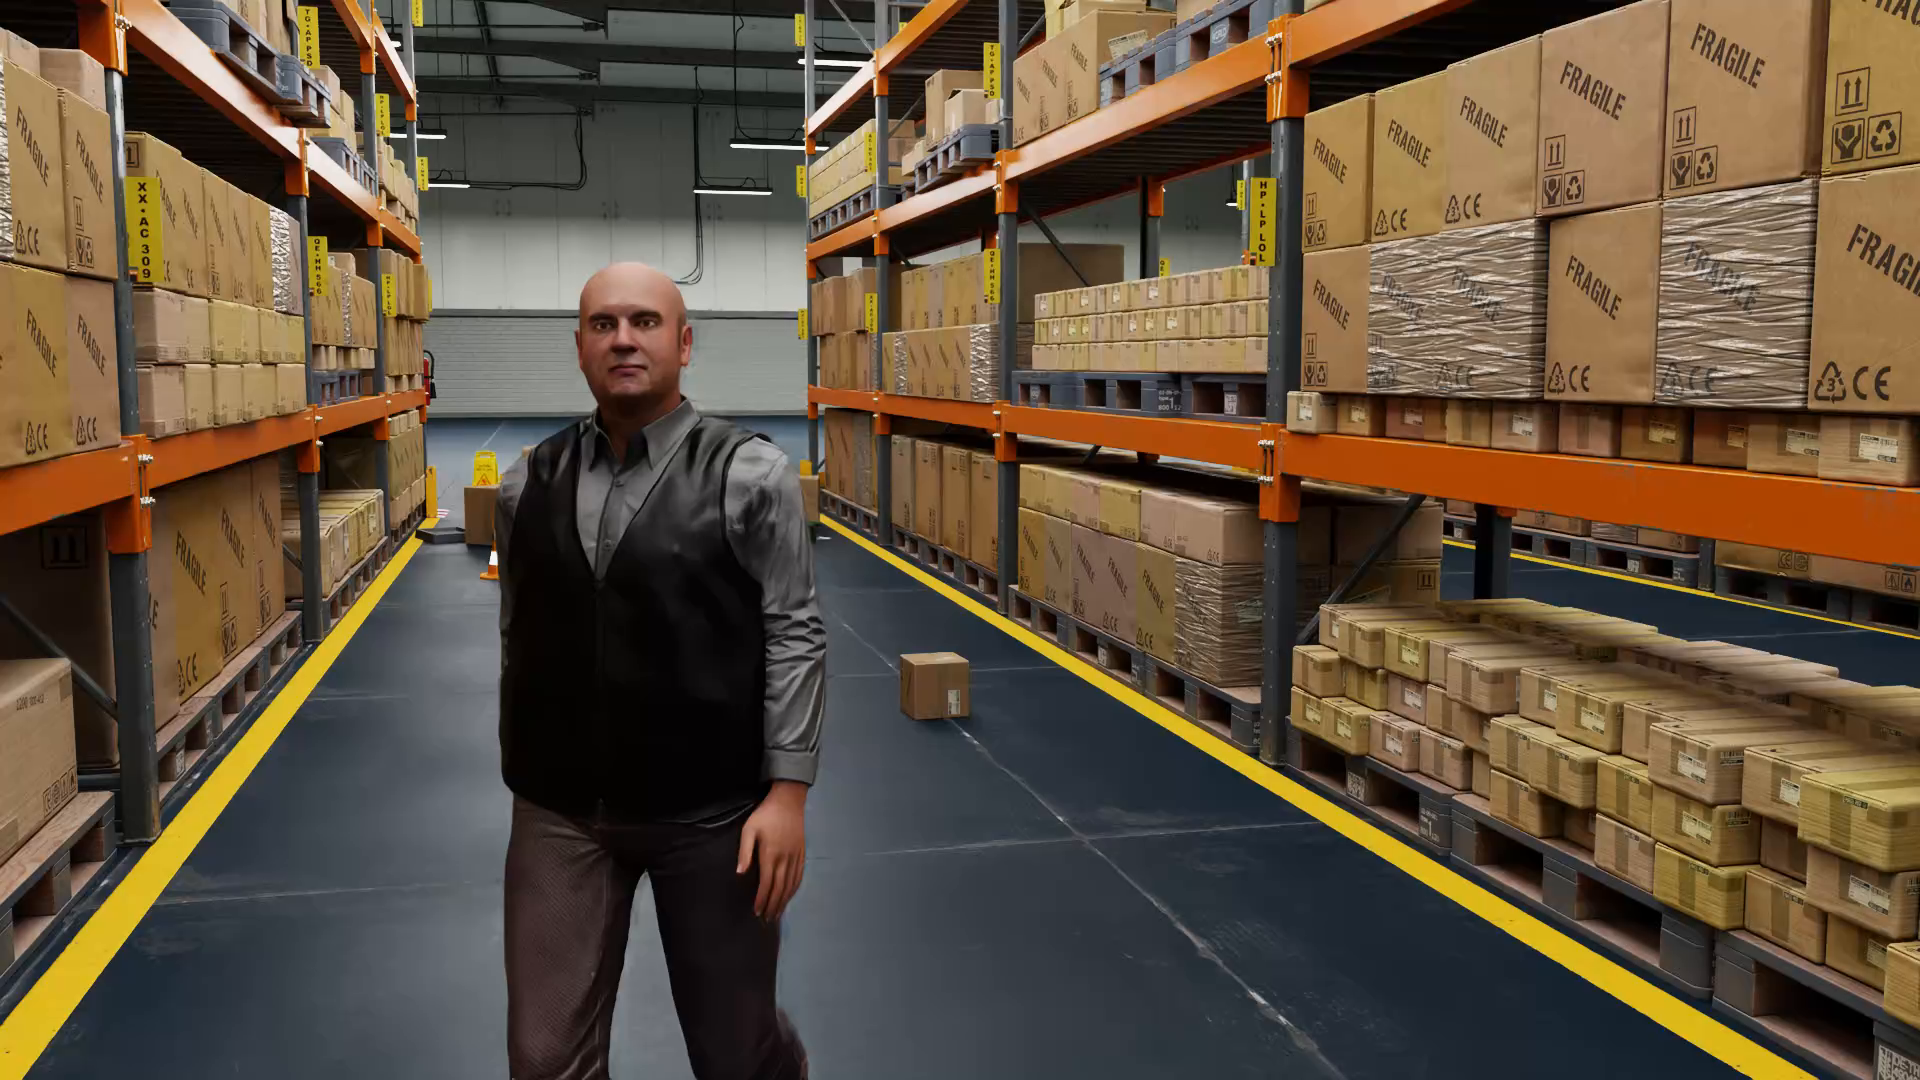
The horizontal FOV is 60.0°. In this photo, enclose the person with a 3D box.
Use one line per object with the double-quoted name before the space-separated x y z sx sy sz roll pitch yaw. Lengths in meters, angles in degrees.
"person" -0.480 0.414 2.646 0.557 1.694 0.892 1 6 9
